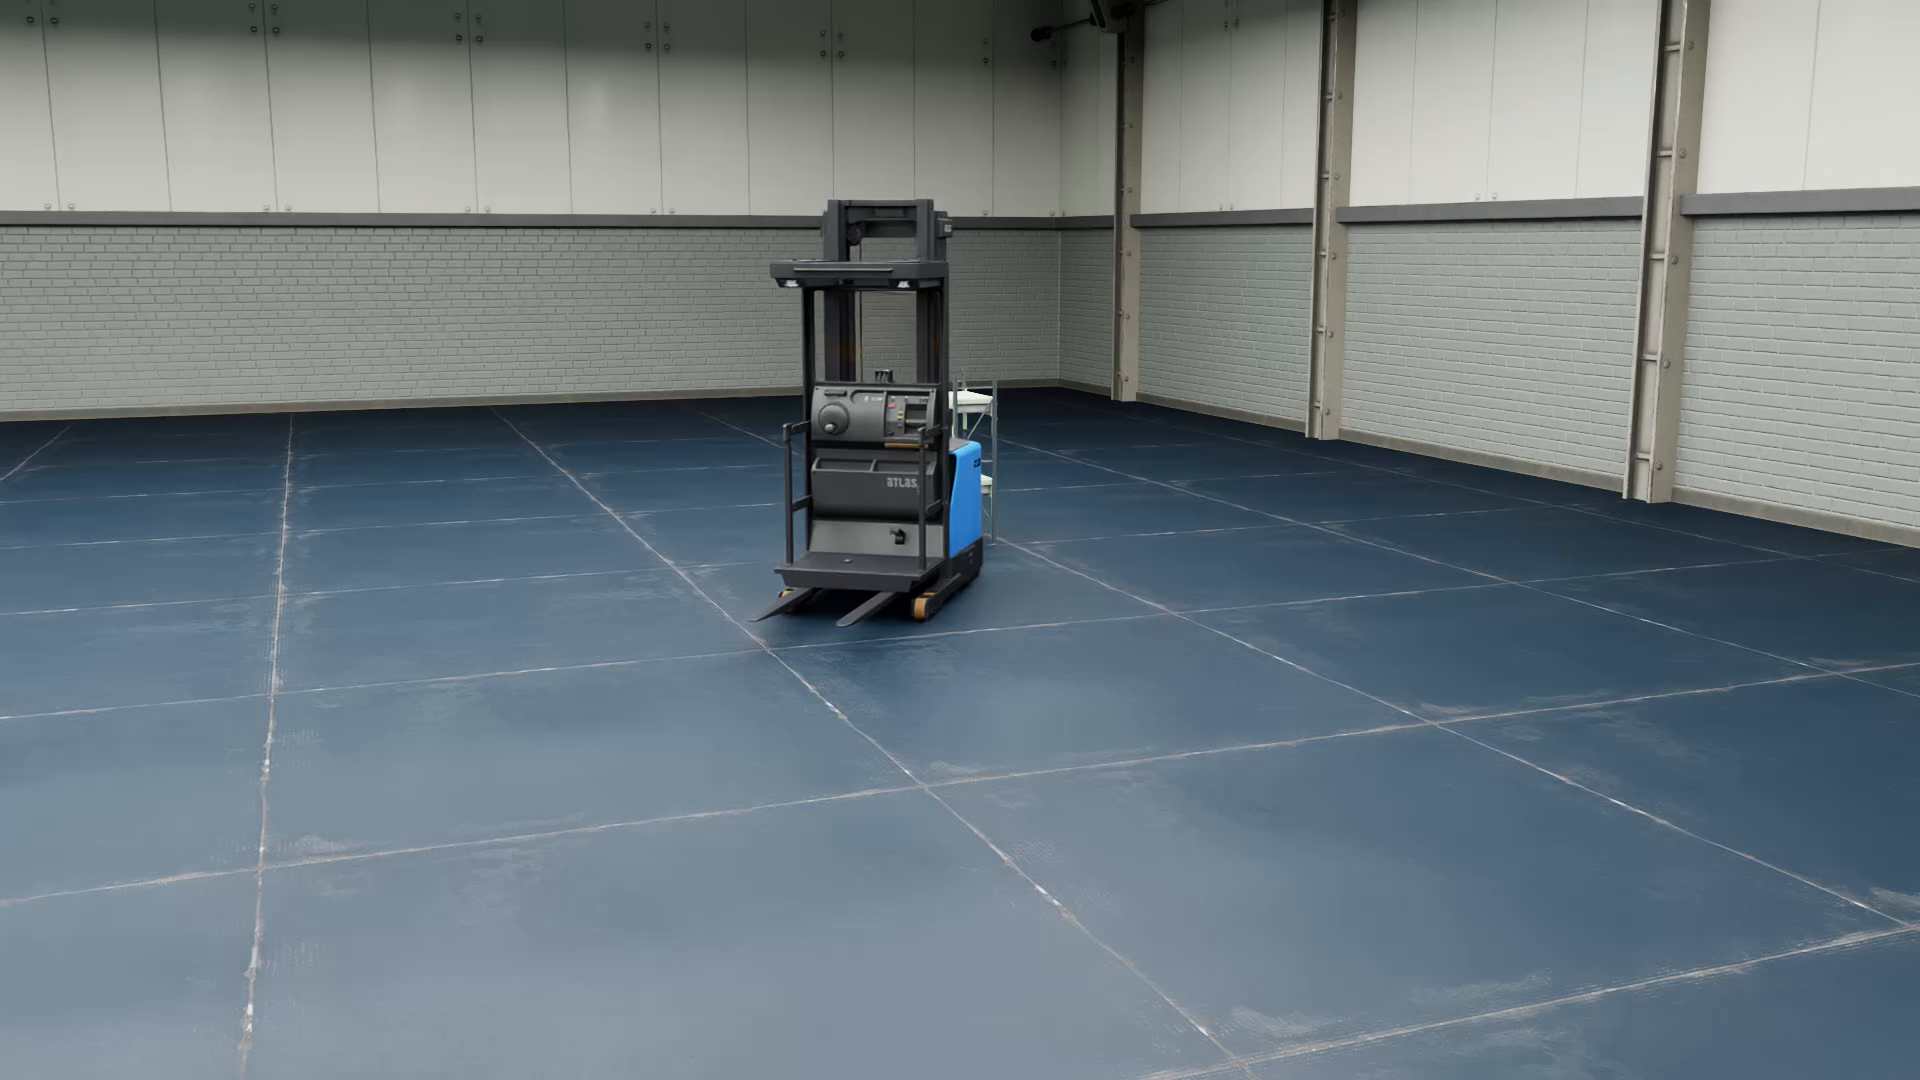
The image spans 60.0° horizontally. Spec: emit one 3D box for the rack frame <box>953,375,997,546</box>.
[{"bbox_3d":[0.130,-0.680,14.459,0.400,1.500,0.023,-4,11,-21],"label":"rack frame"}]

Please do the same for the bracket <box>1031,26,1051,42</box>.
[{"bbox_3d":[1.454,-9.012,29.610,0.235,0.232,0.430,-4,11,-21],"label":"bracket"}]

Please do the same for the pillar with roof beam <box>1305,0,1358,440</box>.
[{"bbox_3d":[0.956,-5.555,20.454,9.100,9.000,0.400,-4,11,-21],"label":"pillar with roof beam"}]

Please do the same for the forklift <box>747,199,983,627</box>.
[{"bbox_3d":[-0.678,-0.948,11.882,1.130,2.935,3.031,3,10,14],"label":"forklift"}]

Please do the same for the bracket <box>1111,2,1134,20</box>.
[{"bbox_3d":[2.614,-8.489,26.673,0.235,0.232,0.430,-4,11,-21],"label":"bracket"}]

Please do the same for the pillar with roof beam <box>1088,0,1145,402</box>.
[{"bbox_3d":[-1.218,-6.534,25.960,9.100,9.000,0.548,-4,11,-21],"label":"pillar with roof beam"}]

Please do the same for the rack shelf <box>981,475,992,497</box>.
[{"bbox_3d":[-0.002,-0.419,14.852,0.431,0.370,0.720,-4,11,-21],"label":"rack shelf"}]

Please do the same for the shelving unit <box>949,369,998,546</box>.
[{"bbox_3d":[-0.002,-0.739,14.795,0.431,1.500,0.755,-4,11,-21],"label":"shelving unit"}]

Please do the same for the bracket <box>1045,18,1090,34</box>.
[{"bbox_3d":[1.668,-8.915,29.068,0.076,0.066,3.189,-4,11,-21],"label":"bracket"}]

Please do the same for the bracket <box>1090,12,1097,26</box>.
[{"bbox_3d":[2.313,-8.625,27.435,0.235,0.232,0.430,-4,11,-21],"label":"bracket"}]

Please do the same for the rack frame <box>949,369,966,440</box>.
[{"bbox_3d":[-0.135,-0.799,15.131,0.400,1.500,0.023,-4,11,-21],"label":"rack frame"}]

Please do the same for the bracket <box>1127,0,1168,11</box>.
[{"bbox_3d":[3.547,-8.069,24.309,0.076,0.066,4.783,-4,11,-21],"label":"bracket"}]

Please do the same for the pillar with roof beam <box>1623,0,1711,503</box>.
[{"bbox_3d":[3.130,-4.576,14.948,9.100,9.000,0.400,-4,11,-21],"label":"pillar with roof beam"}]

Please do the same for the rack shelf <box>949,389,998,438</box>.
[{"bbox_3d":[-0.002,-1.124,14.727,0.431,0.370,0.720,-4,11,-21],"label":"rack shelf"}]
